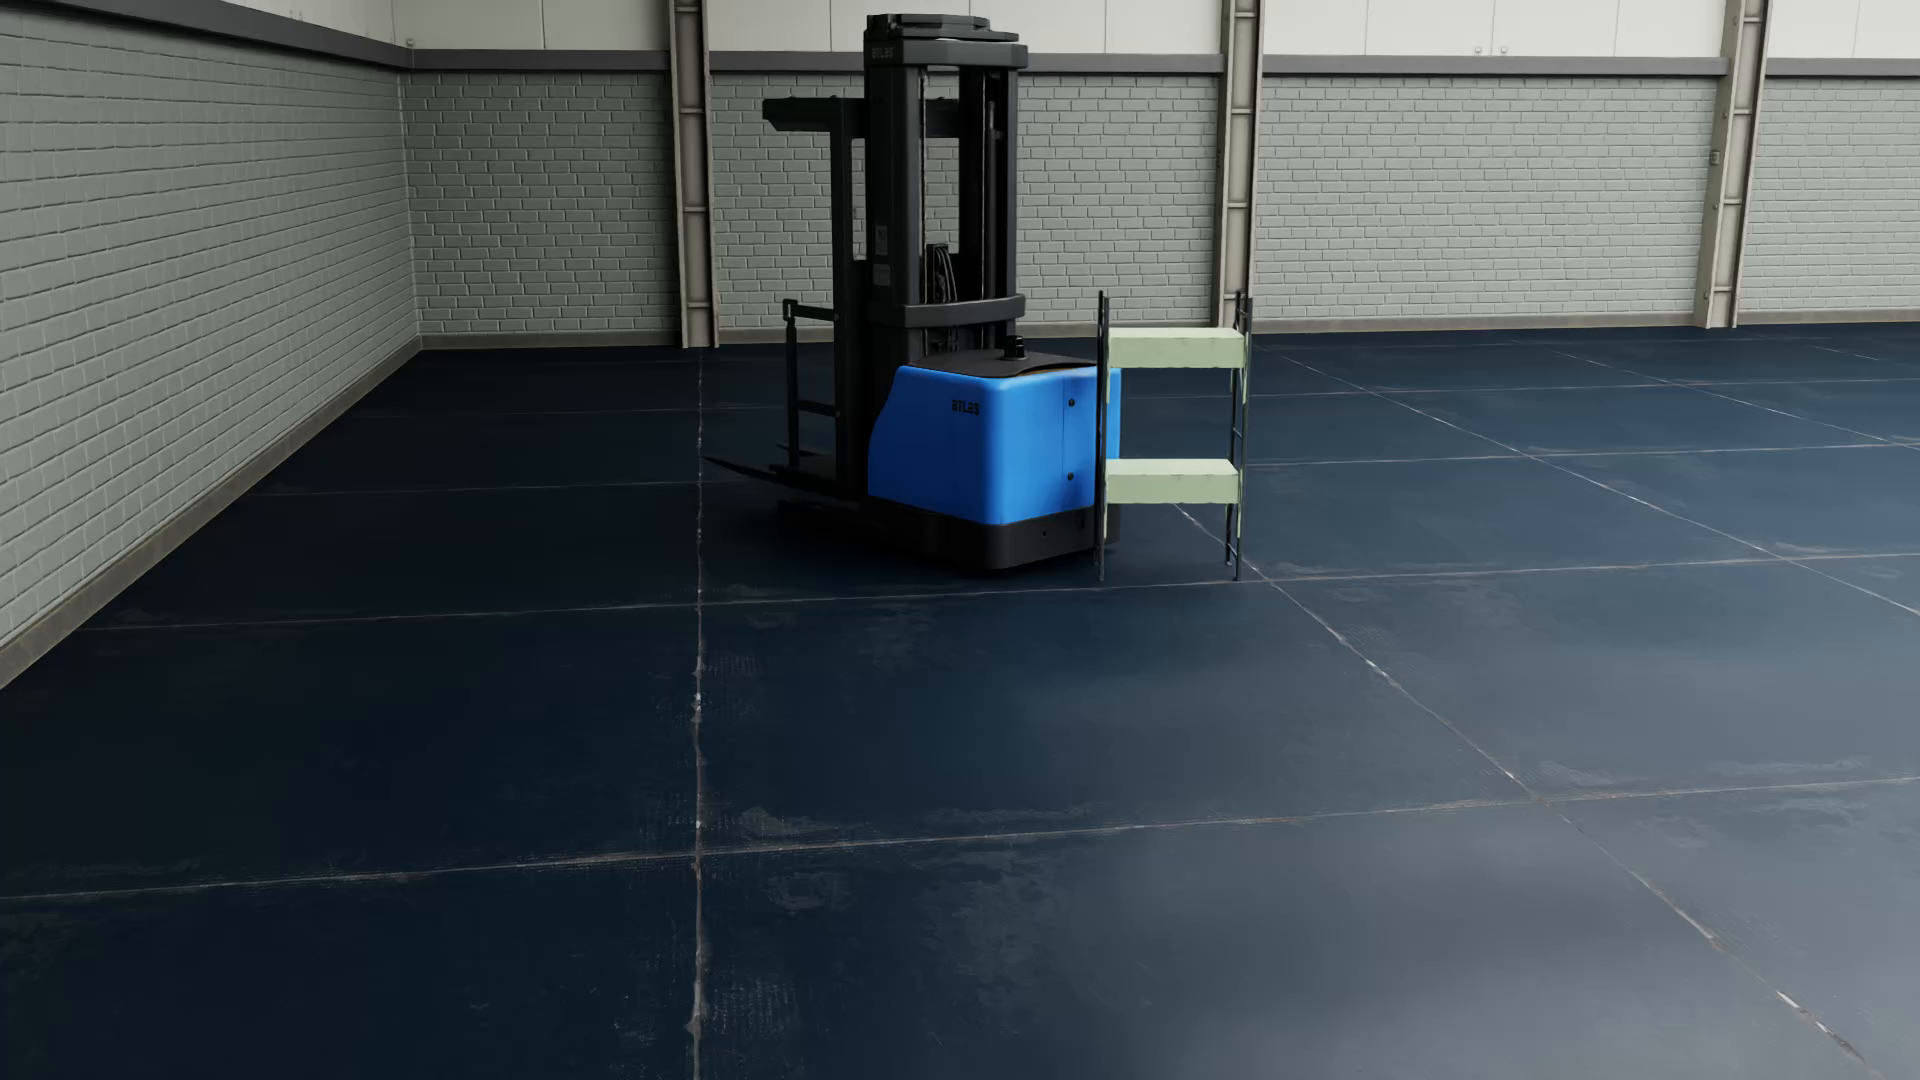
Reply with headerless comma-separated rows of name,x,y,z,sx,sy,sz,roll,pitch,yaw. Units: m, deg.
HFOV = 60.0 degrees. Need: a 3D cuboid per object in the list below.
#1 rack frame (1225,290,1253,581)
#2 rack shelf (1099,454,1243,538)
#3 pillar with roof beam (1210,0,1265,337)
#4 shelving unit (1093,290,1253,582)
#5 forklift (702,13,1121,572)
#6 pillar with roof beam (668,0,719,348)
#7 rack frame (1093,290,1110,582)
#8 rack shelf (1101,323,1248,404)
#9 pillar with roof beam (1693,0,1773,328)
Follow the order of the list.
rack frame,1.482,-0.556,8.856,0.023,1.500,0.400,0,14,0
rack shelf,1.116,-0.239,8.933,0.720,0.370,0.431,0,14,0
pillar with roof beam,3.739,-5.670,13.831,0.400,9.000,9.100,-2,14,-8
shelving unit,1.116,-0.555,8.853,0.755,1.500,0.431,0,14,0
forklift,-0.449,-1.544,9.853,1.130,2.935,3.031,-12,19,-40
pillar with roof beam,-2.194,-5.453,12.964,0.400,9.000,9.100,-2,14,-8
rack frame,0.750,-0.555,8.851,0.023,1.500,0.400,0,14,0
rack shelf,1.116,-0.934,8.759,0.720,0.370,0.431,0,14,0
pillar with roof beam,9.672,-5.887,14.698,0.400,9.000,9.100,-2,14,-8
